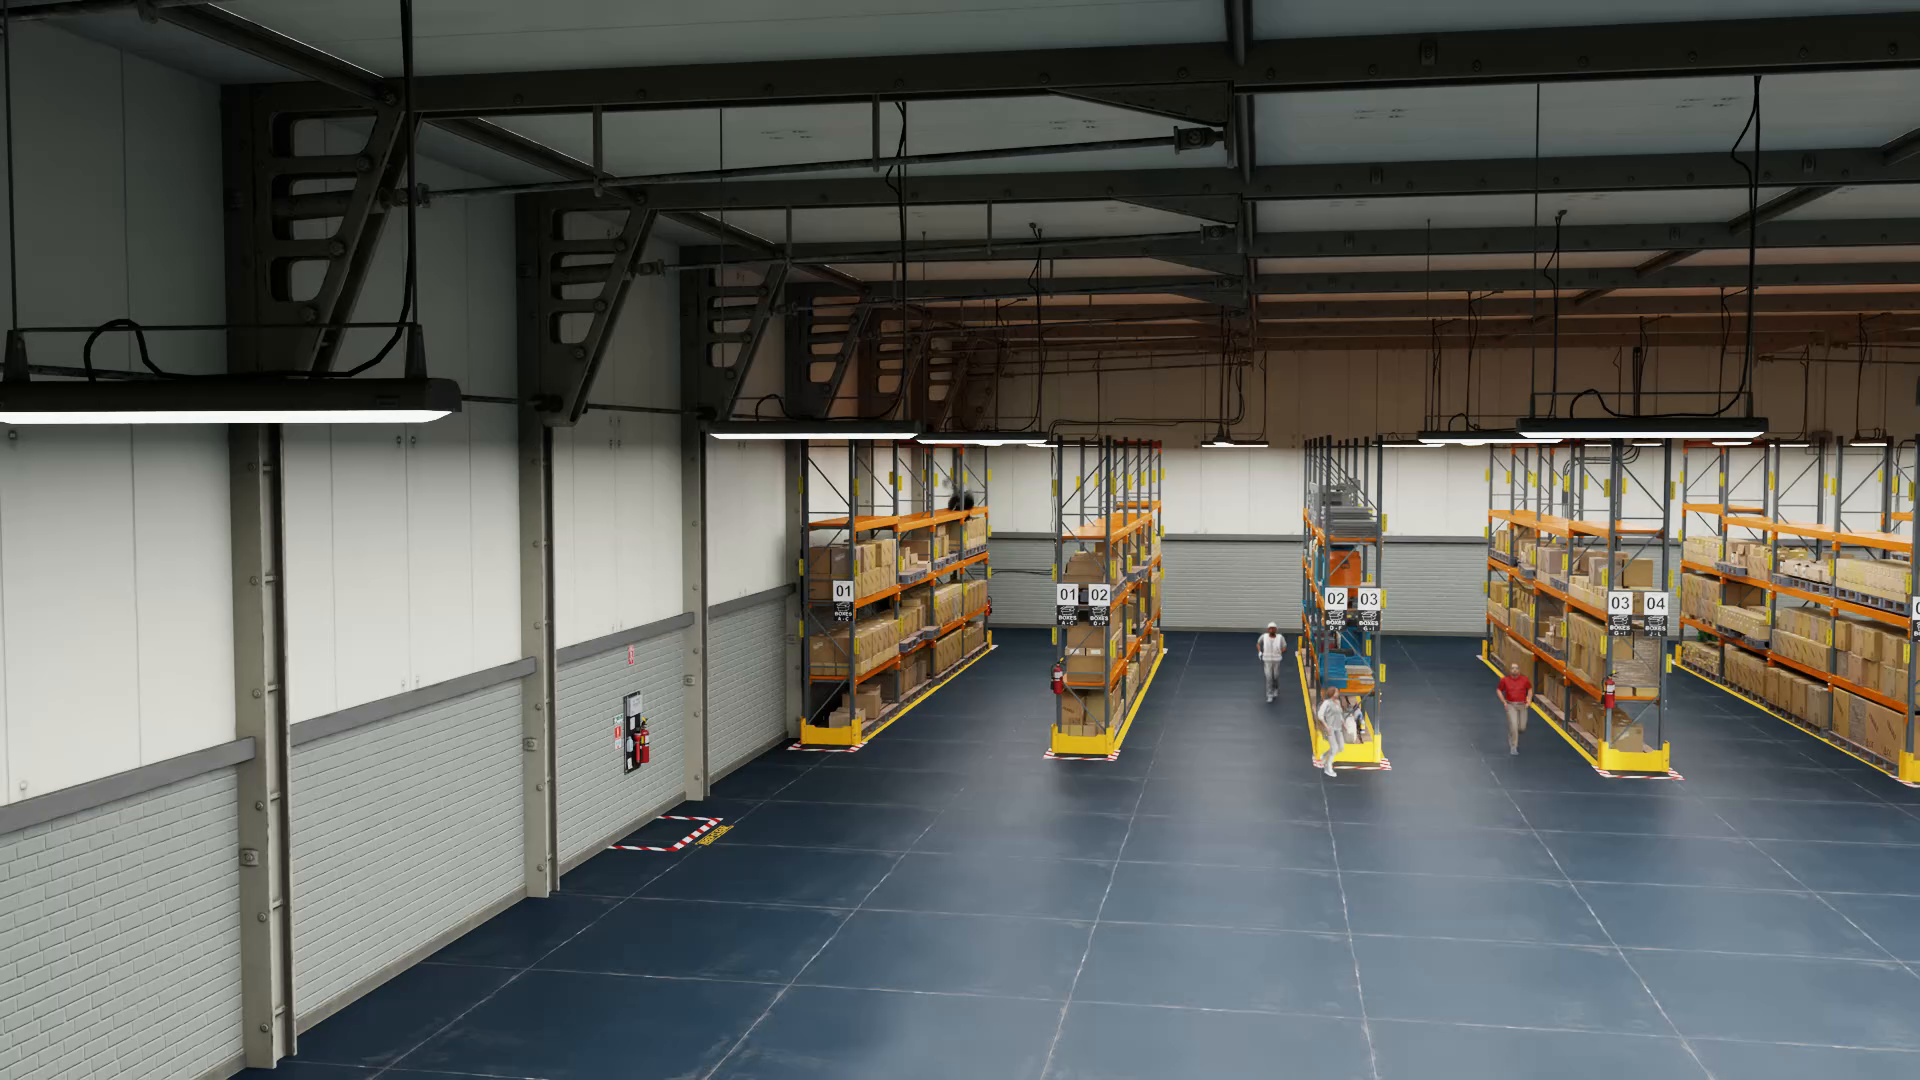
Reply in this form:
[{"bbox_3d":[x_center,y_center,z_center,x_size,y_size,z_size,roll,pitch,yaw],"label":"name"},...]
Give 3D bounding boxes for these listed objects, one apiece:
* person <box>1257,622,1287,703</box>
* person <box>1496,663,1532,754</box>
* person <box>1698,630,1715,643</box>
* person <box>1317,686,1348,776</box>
[{"bbox_3d":[7.124,2.769,37.978,0.678,1.790,0.861,1,3,10],"label":"person"},{"bbox_3d":[10.524,3.181,31.548,0.658,1.705,0.612,0,3,6],"label":"person"},{"bbox_3d":[20.509,2.376,45.731,0.728,1.730,0.908,-2,4,-34],"label":"person"},{"bbox_3d":[6.591,3.372,29.406,0.600,1.549,0.474,-2,4,-34],"label":"person"}]
